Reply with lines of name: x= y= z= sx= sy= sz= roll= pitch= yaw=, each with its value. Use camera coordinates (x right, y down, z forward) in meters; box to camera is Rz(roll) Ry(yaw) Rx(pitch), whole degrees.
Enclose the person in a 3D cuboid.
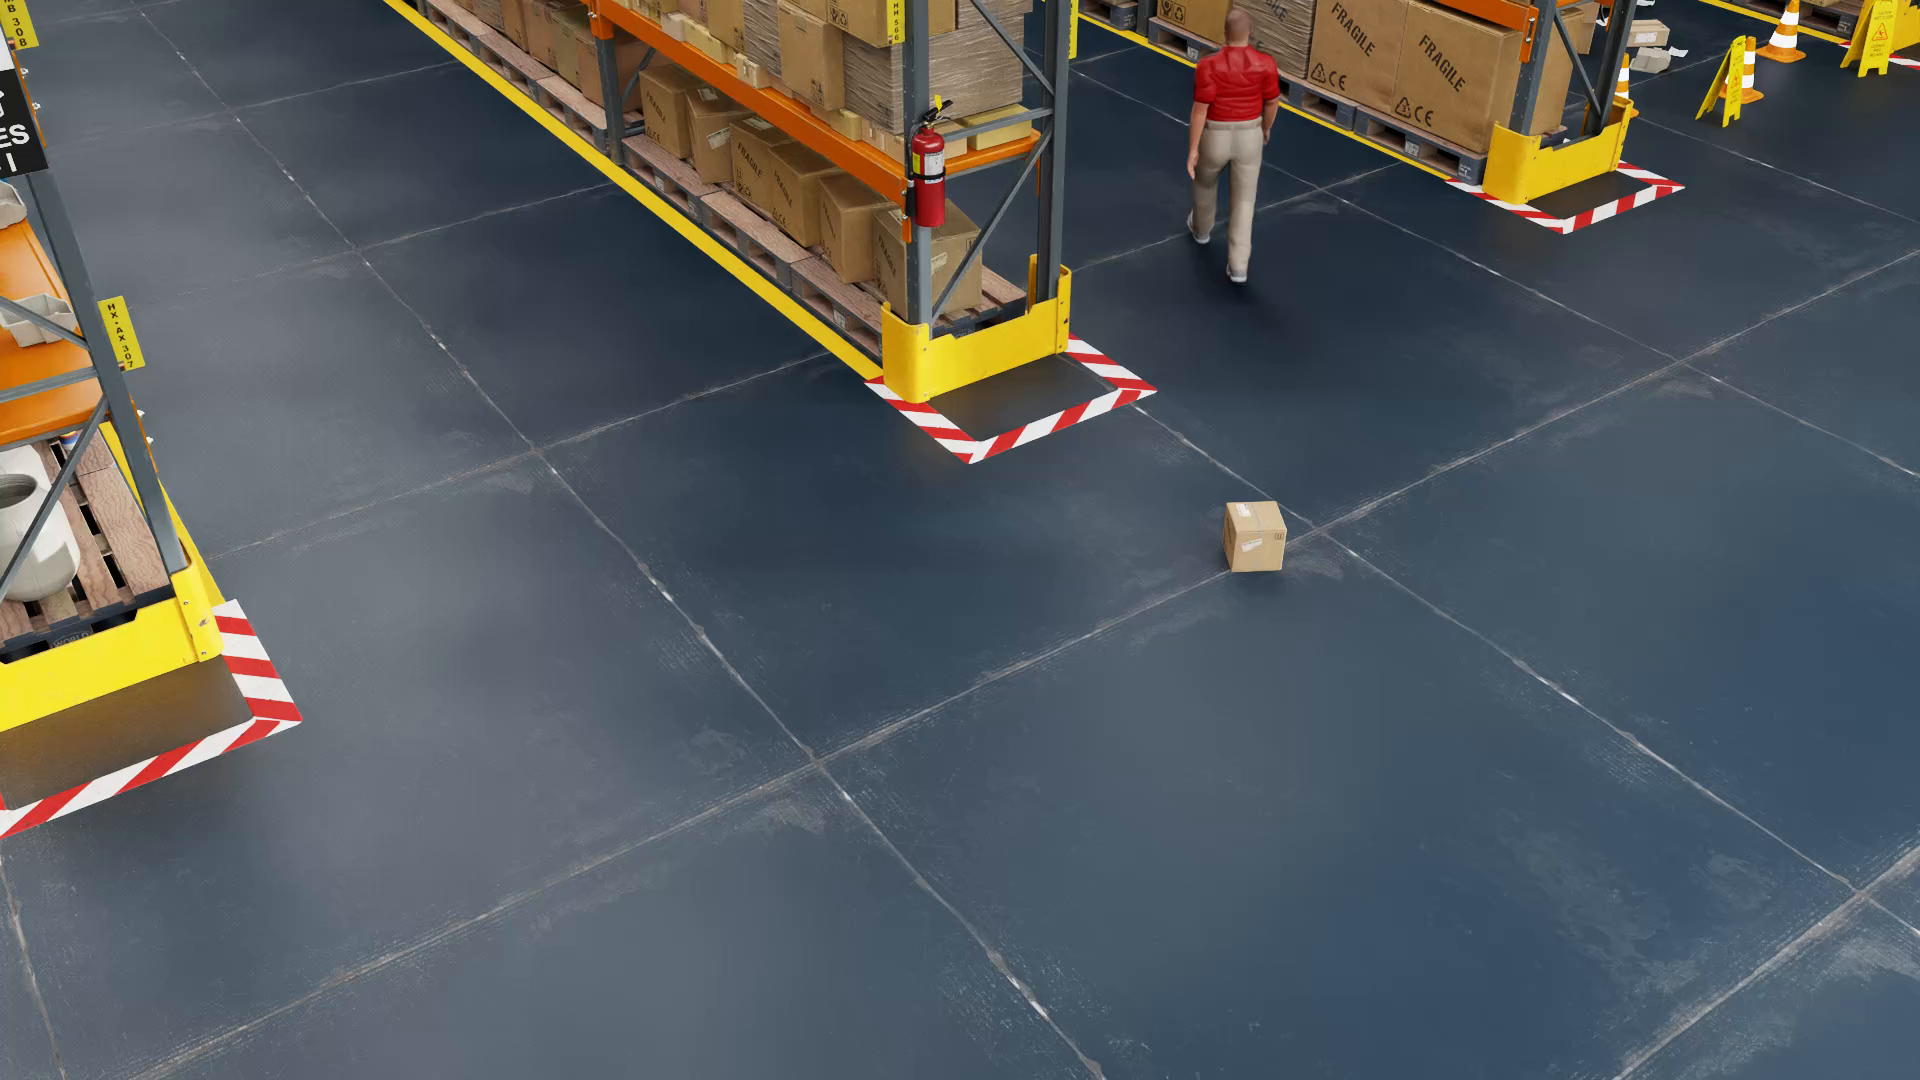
person: x=1.709 y=-2.542 z=10.506 sx=0.551 sy=1.678 sz=1.040 roll=3 pitch=36 yaw=4
